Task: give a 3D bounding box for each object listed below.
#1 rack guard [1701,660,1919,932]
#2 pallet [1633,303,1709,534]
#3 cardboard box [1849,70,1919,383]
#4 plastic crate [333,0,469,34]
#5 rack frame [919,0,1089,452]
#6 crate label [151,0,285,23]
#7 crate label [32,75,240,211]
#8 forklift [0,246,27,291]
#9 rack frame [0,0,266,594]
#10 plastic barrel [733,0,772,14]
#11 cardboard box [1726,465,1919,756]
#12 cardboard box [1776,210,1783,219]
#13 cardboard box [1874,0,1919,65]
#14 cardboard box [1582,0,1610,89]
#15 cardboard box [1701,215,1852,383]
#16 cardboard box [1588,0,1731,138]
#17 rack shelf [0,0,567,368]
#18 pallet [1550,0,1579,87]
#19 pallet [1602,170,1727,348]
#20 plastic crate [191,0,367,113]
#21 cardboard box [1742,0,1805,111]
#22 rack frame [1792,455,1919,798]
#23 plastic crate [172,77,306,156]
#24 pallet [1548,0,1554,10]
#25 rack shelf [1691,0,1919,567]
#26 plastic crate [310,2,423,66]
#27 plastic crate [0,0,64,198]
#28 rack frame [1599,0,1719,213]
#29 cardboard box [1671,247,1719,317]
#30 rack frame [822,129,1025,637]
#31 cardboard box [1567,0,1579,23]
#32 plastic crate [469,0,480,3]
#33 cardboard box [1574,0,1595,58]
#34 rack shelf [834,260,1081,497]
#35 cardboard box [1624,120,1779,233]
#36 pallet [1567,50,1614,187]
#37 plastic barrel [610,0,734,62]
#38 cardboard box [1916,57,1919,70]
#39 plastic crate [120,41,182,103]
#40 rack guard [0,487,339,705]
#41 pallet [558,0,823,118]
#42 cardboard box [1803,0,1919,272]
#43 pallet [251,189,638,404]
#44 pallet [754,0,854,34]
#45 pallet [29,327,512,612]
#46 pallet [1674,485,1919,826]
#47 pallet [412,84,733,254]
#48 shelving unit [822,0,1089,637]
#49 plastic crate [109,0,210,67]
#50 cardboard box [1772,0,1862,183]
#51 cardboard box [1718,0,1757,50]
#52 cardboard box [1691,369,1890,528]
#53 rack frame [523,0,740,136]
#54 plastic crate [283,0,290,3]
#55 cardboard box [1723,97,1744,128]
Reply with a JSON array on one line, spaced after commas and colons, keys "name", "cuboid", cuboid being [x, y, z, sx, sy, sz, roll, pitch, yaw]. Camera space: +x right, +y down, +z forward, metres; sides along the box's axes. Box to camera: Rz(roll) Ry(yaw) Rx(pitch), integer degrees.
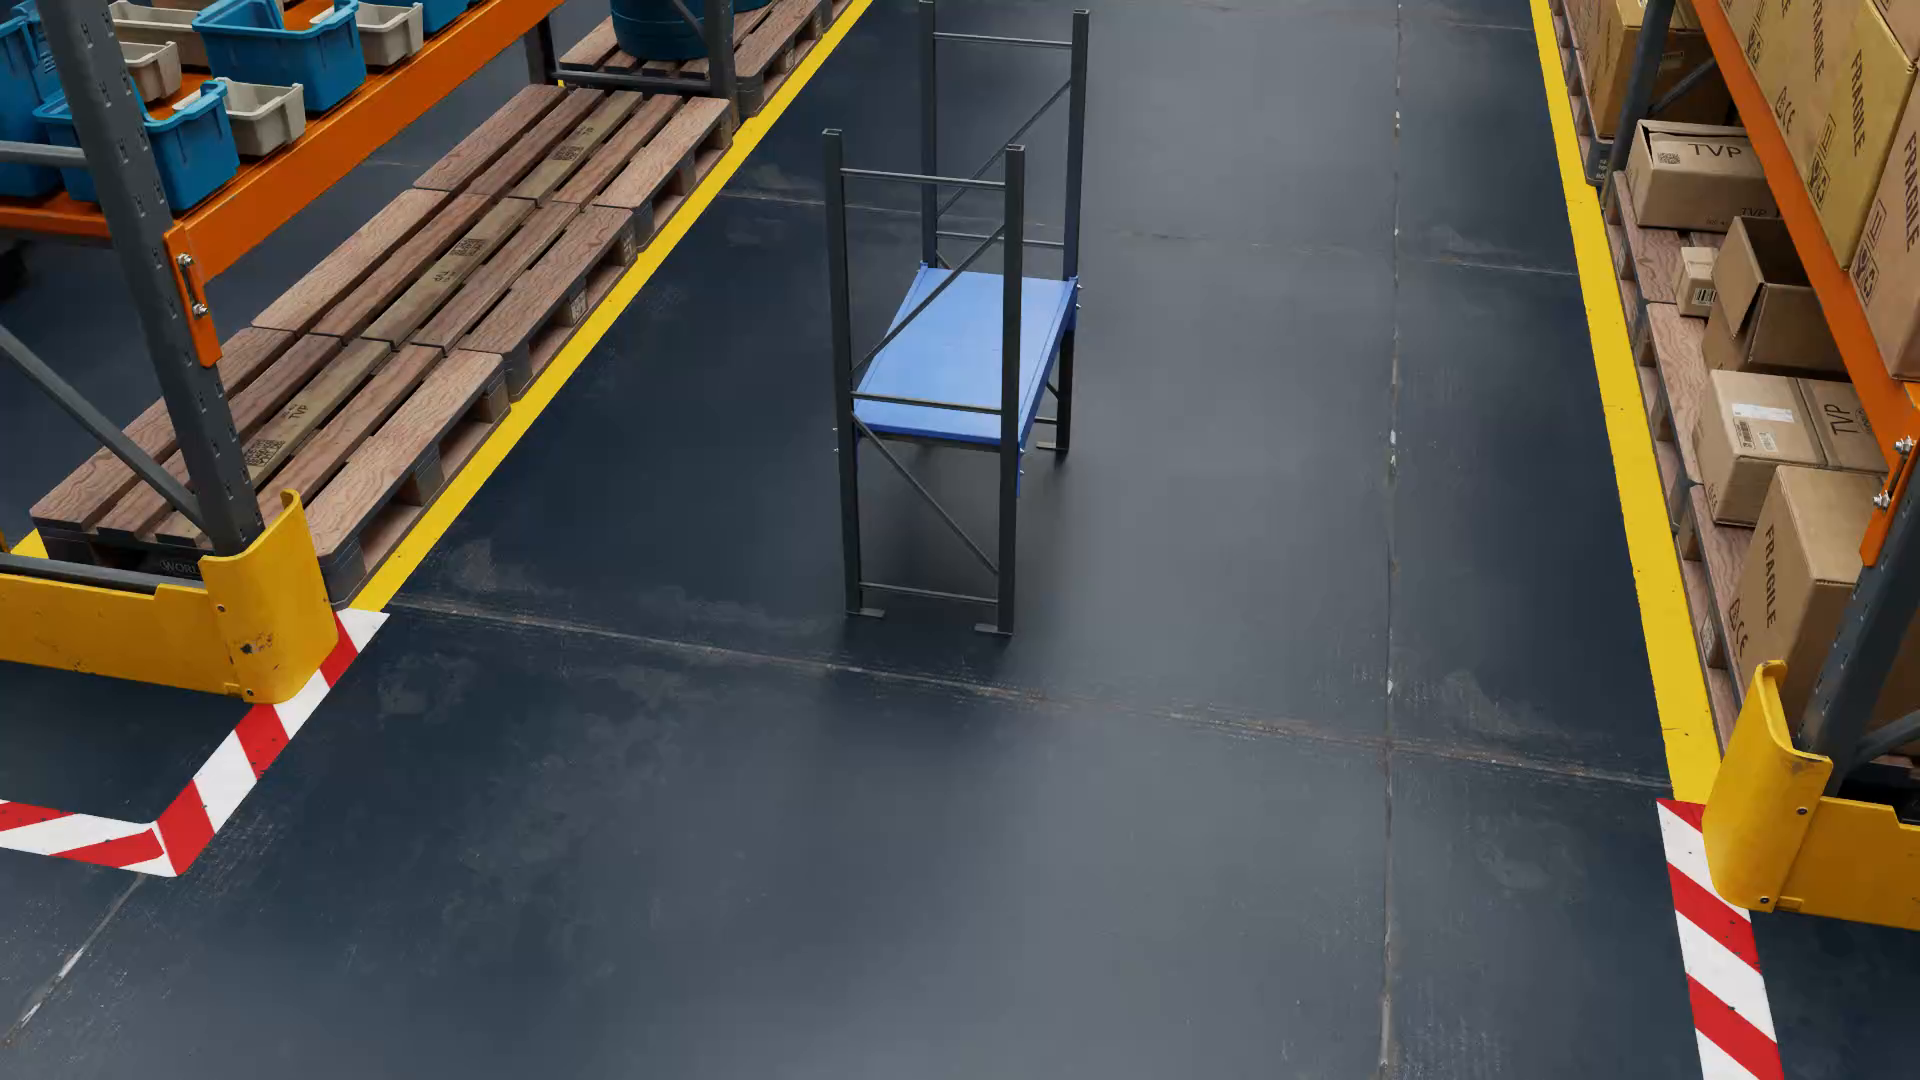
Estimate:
[{"name": "rack guard", "cuboid": [2.443, 0.656, 3.919, 1.175, 0.500, 0.348, 7, 37, 10]}, {"name": "pallet", "cuboid": [2.875, -0.382, 5.597, 1.003, 0.211, 1.213, 7, 37, 10]}, {"name": "cardboard box", "cuboid": [2.257, -0.644, 3.498, 0.500, 0.500, 0.500, 8, 37, 11]}, {"name": "plastic crate", "cuboid": [-1.756, -1.747, 5.197, 0.416, 0.233, 0.300, 7, 37, 10]}, {"name": "rack frame", "cuboid": [0.127, -0.948, 5.279, 0.500, 1.500, 0.032, 7, 37, 10]}, {"name": "crate label", "cuboid": [-2.302, -1.671, 5.173, 0.396, 0.136, 0.243, 7, 37, 10]}, {"name": "crate label", "cuboid": [-2.037, -0.993, 4.155, 0.416, 0.233, 0.303, 7, 37, 10]}, {"name": "forklift", "cuboid": [-4.351, -2.089, 5.635, 1.130, 2.935, 3.031, 7, 36, 9]}, {"name": "rack frame", "cuboid": [-2.411, -0.936, 3.985, 1.000, 3.000, 0.127, 7, 37, 10]}, {"name": "plastic barrel", "cuboid": [-1.273, -3.265, 8.629, 0.600, 0.901, 0.708, 7, 37, 10]}, {"name": "cardboard box", "cuboid": [2.302, 0.179, 4.203, 0.500, 0.500, 0.500, 7, 37, 10]}, {"name": "cardboard box", "cuboid": [3.437, -1.410, 6.394, 0.500, 0.500, 0.500, 7, 37, 10]}, {"name": "cardboard box", "cuboid": [2.360, -1.338, 3.602, 0.500, 0.500, 0.500, 8, 37, 11]}, {"name": "cardboard box", "cuboid": [3.220, -2.373, 7.724, 0.500, 0.500, 0.500, 7, 37, 10]}, {"name": "cardboard box", "cuboid": [2.885, -0.696, 5.406, 0.797, 0.503, 0.637, 7, 37, 10]}, {"name": "cardboard box", "cuboid": [3.107, -2.091, 7.334, 0.500, 0.500, 0.500, 7, 37, 10]}, {"name": "rack shelf", "cuboid": [-1.984, -1.791, 5.778, 1.077, 0.370, 4.000, 7, 37, 10]}, {"name": "pallet", "cuboid": [3.676, -2.649, 8.726, 1.003, 0.211, 1.213, 7, 37, 10]}, {"name": "pallet", "cuboid": [3.134, -1.083, 6.565, 1.003, 0.211, 1.213, 7, 37, 10]}, {"name": "plastic crate", "cuboid": [-1.896, -1.370, 4.676, 0.416, 0.233, 0.300, 7, 37, 10]}, {"name": "cardboard box", "cuboid": [2.584, -1.516, 4.701, 0.500, 0.500, 0.500, 7, 36, 9]}, {"name": "rack frame", "cuboid": [2.427, -0.313, 3.126, 1.000, 3.000, 0.127, 7, 37, 10]}, {"name": "plastic crate", "cuboid": [-1.888, -1.127, 4.423, 0.250, 0.136, 0.298, 7, 37, 10]}, {"name": "pallet", "cuboid": [3.939, -3.347, 9.688, 1.003, 0.211, 1.213, 7, 37, 10]}, {"name": "rack shelf", "cuboid": [2.854, -1.168, 4.919, 1.077, 0.370, 4.000, 7, 37, 10]}, {"name": "plastic crate", "cuboid": [-1.743, -1.516, 4.959, 0.250, 0.136, 0.298, 7, 37, 10]}, {"name": "plastic crate", "cuboid": [-2.522, -1.190, 4.254, 0.616, 0.435, 0.499, 7, 37, 10]}, {"name": "rack frame", "cuboid": [3.281, -2.606, 6.290, 1.000, 3.000, 0.127, 7, 37, 10]}, {"name": "cardboard box", "cuboid": [2.805, -0.926, 6.011, 0.380, 0.166, 0.250, 7, 37, 10]}, {"name": "rack frame", "cuboid": [-0.090, -0.365, 4.475, 0.500, 1.500, 0.032, 7, 37, 10]}, {"name": "cardboard box", "cuboid": [3.434, -2.952, 8.523, 0.500, 0.500, 0.500, 6, 36, 8]}, {"name": "plastic crate", "cuboid": [-1.692, -1.920, 5.434, 0.416, 0.233, 0.300, 7, 37, 10]}, {"name": "cardboard box", "cuboid": [3.328, -2.661, 8.120, 0.500, 0.500, 0.500, 8, 37, 11]}, {"name": "rack shelf", "cuboid": [0.018, -0.511, 4.983, 0.538, 0.185, 1.000, 7, 37, 10]}, {"name": "cardboard box", "cuboid": [2.980, -1.482, 6.655, 0.500, 0.311, 0.500, 7, 37, 10]}, {"name": "pallet", "cuboid": [3.418, -1.948, 7.758, 1.003, 0.211, 1.213, 7, 37, 10]}, {"name": "plastic barrel", "cuboid": [-1.424, -2.859, 8.069, 0.600, 0.901, 0.708, 7, 37, 10]}, {"name": "cardboard box", "cuboid": [2.253, -1.048, 3.202, 0.500, 0.500, 0.500, 7, 37, 10]}, {"name": "plastic crate", "cuboid": [-2.414, -1.344, 4.721, 0.396, 0.136, 0.243, 7, 37, 10]}, {"name": "rack guard", "cuboid": [-2.404, 0.092, 4.697, 1.175, 0.500, 0.348, 7, 37, 10]}, {"name": "pallet", "cuboid": [-1.351, -2.537, 8.571, 1.003, 0.211, 1.213, 7, 37, 10]}, {"name": "cardboard box", "cuboid": [2.364, -0.942, 3.909, 0.500, 0.500, 0.500, 8, 37, 10]}, {"name": "pallet", "cuboid": [-1.935, -0.972, 6.411, 1.003, 0.211, 1.213, 7, 37, 10]}, {"name": "pallet", "cuboid": [-1.093, -3.239, 9.539, 1.003, 0.211, 1.213, 7, 37, 10]}, {"name": "pallet", "cuboid": [-2.197, -0.275, 5.449, 1.003, 0.211, 1.213, 7, 37, 10]}, {"name": "pallet", "cuboid": [2.612, 0.316, 4.635, 1.003, 0.211, 1.213, 7, 37, 10]}, {"name": "pallet", "cuboid": [-1.676, -1.674, 7.379, 1.003, 0.211, 1.213, 7, 37, 10]}, {"name": "shelving unit", "cuboid": [0.018, -0.656, 4.877, 0.538, 1.500, 1.048, 7, 37, 10]}, {"name": "plastic crate", "cuboid": [-2.338, -1.508, 4.948, 0.396, 0.136, 0.243, 7, 37, 10]}, {"name": "cardboard box", "cuboid": [2.476, -1.227, 4.302, 0.500, 0.500, 0.500, 8, 37, 10]}, {"name": "cardboard box", "cuboid": [2.691, -1.808, 5.103, 0.500, 0.500, 0.500, 7, 37, 10]}, {"name": "cardboard box", "cuboid": [2.535, -0.261, 5.022, 0.500, 0.250, 0.500, 7, 37, 10]}, {"name": "rack frame", "cuboid": [-1.557, -3.229, 7.149, 1.000, 3.000, 0.127, 7, 37, 10]}, {"name": "plastic crate", "cuboid": [-2.257, -1.843, 5.410, 0.298, 0.136, 0.250, 7, 37, 10]}, {"name": "cardboard box", "cuboid": [3.623, -2.019, 7.235, 0.500, 0.500, 0.500, 6, 36, 8]}]
